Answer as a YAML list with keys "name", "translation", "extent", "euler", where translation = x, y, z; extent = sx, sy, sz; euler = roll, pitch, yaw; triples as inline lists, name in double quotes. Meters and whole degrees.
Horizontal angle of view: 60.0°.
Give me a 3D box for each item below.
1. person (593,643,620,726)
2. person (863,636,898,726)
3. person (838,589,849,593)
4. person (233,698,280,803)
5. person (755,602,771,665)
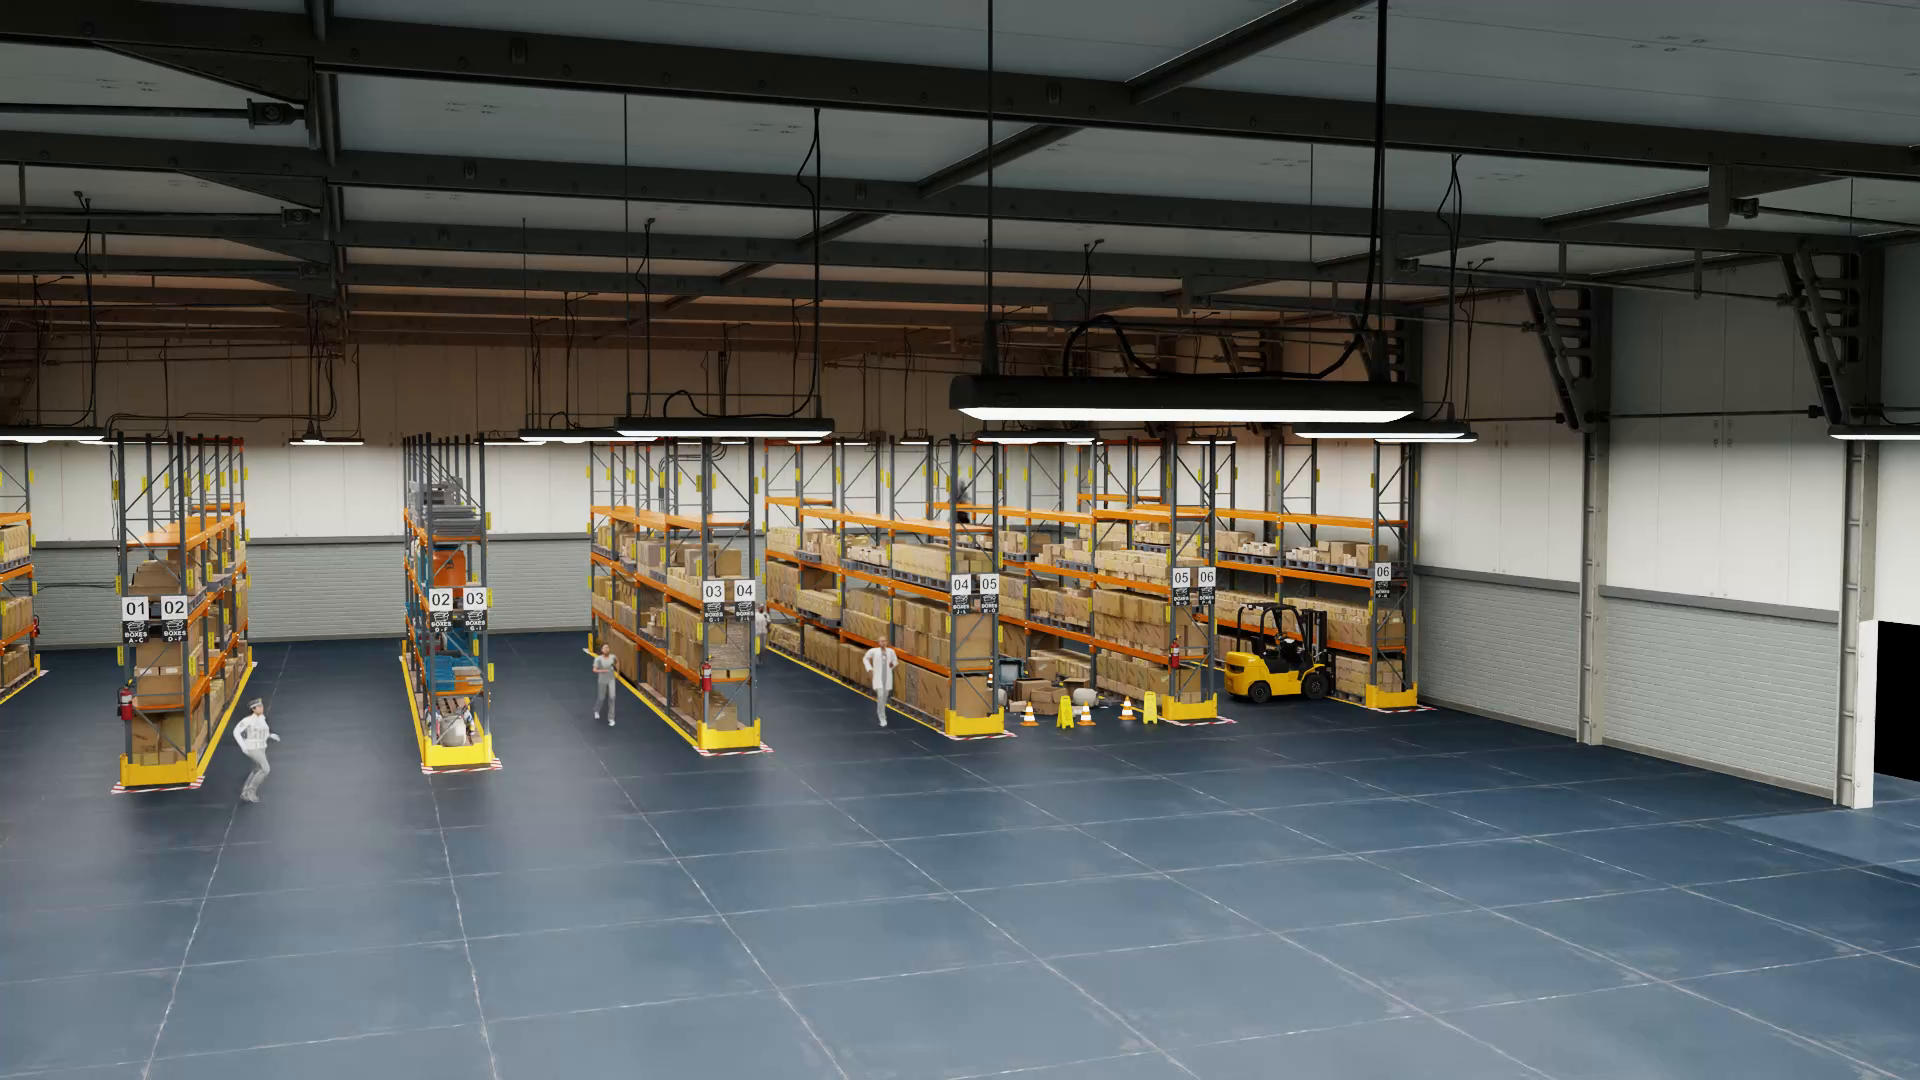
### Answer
- name: "person"
  translation: [-7.358, 2.970, 34.564]
  extent: [0.575, 1.695, 0.955]
  euler: [-1, 3, -23]
- name: "person"
  translation: [-1.616, 2.903, 34.584]
  extent: [0.697, 1.817, 0.889]
  euler: [-1, 3, -22]
- name: "person"
  translation: [-3.395, 1.981, 48.209]
  extent: [0.558, 1.566, 0.512]
  euler: [-2, 4, -26]
- name: "person"
  translation: [-11.352, 3.394, 26.900]
  extent: [0.640, 1.684, 0.614]
  euler: [0, 3, 5]
- name: "person"
  translation: [-5.232, 2.454, 43.719]
  extent: [0.554, 1.670, 0.640]
  euler: [-1, 3, -25]
